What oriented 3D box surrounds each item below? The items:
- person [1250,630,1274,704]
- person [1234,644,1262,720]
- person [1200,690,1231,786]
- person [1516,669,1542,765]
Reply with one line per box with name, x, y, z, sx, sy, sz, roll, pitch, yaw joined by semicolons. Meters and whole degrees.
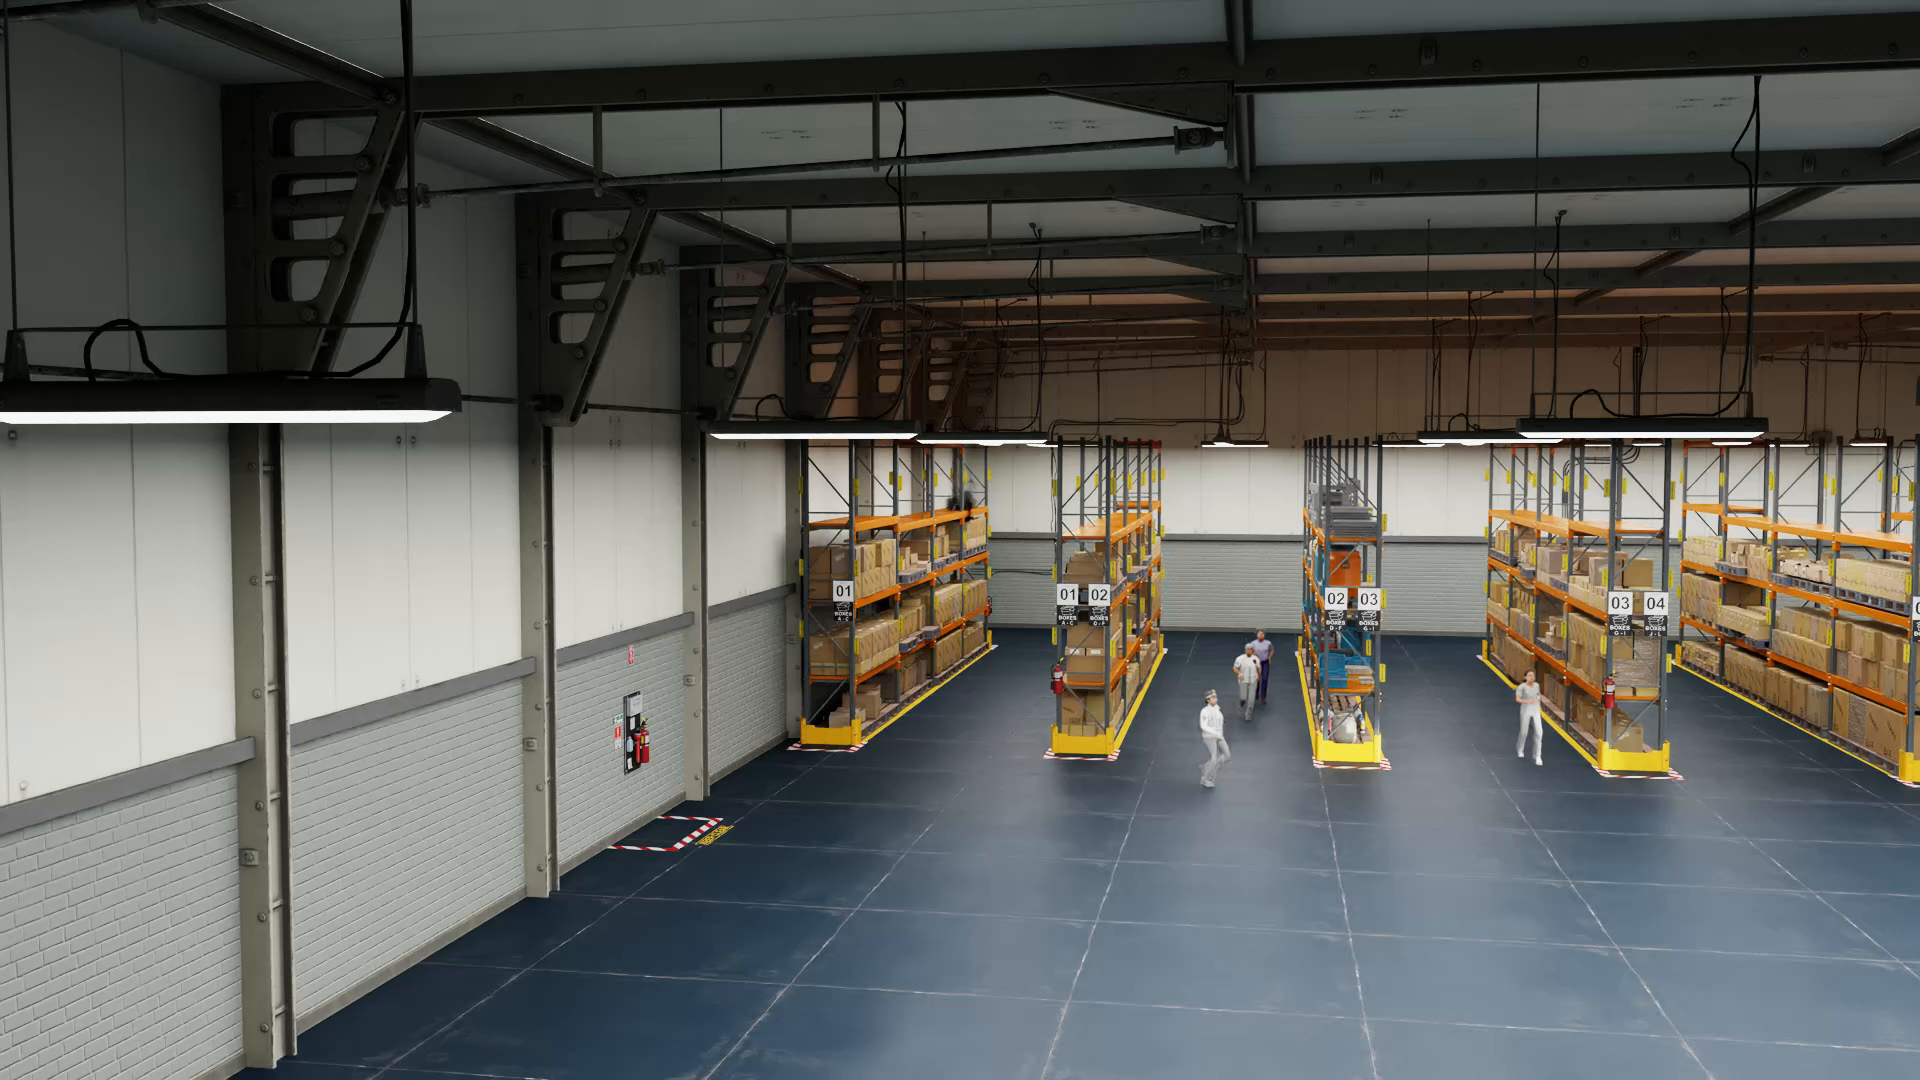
person;6.796;2.844;37.593;0.612;1.634;0.894;0;3;8
person;6.110;3.007;35.233;0.588;1.619;0.543;0;3;0
person;4.334;3.364;28.291;0.534;1.654;0.629;3;4;44
person;10.447;3.227;30.565;0.557;1.729;0.807;0;3;-3
